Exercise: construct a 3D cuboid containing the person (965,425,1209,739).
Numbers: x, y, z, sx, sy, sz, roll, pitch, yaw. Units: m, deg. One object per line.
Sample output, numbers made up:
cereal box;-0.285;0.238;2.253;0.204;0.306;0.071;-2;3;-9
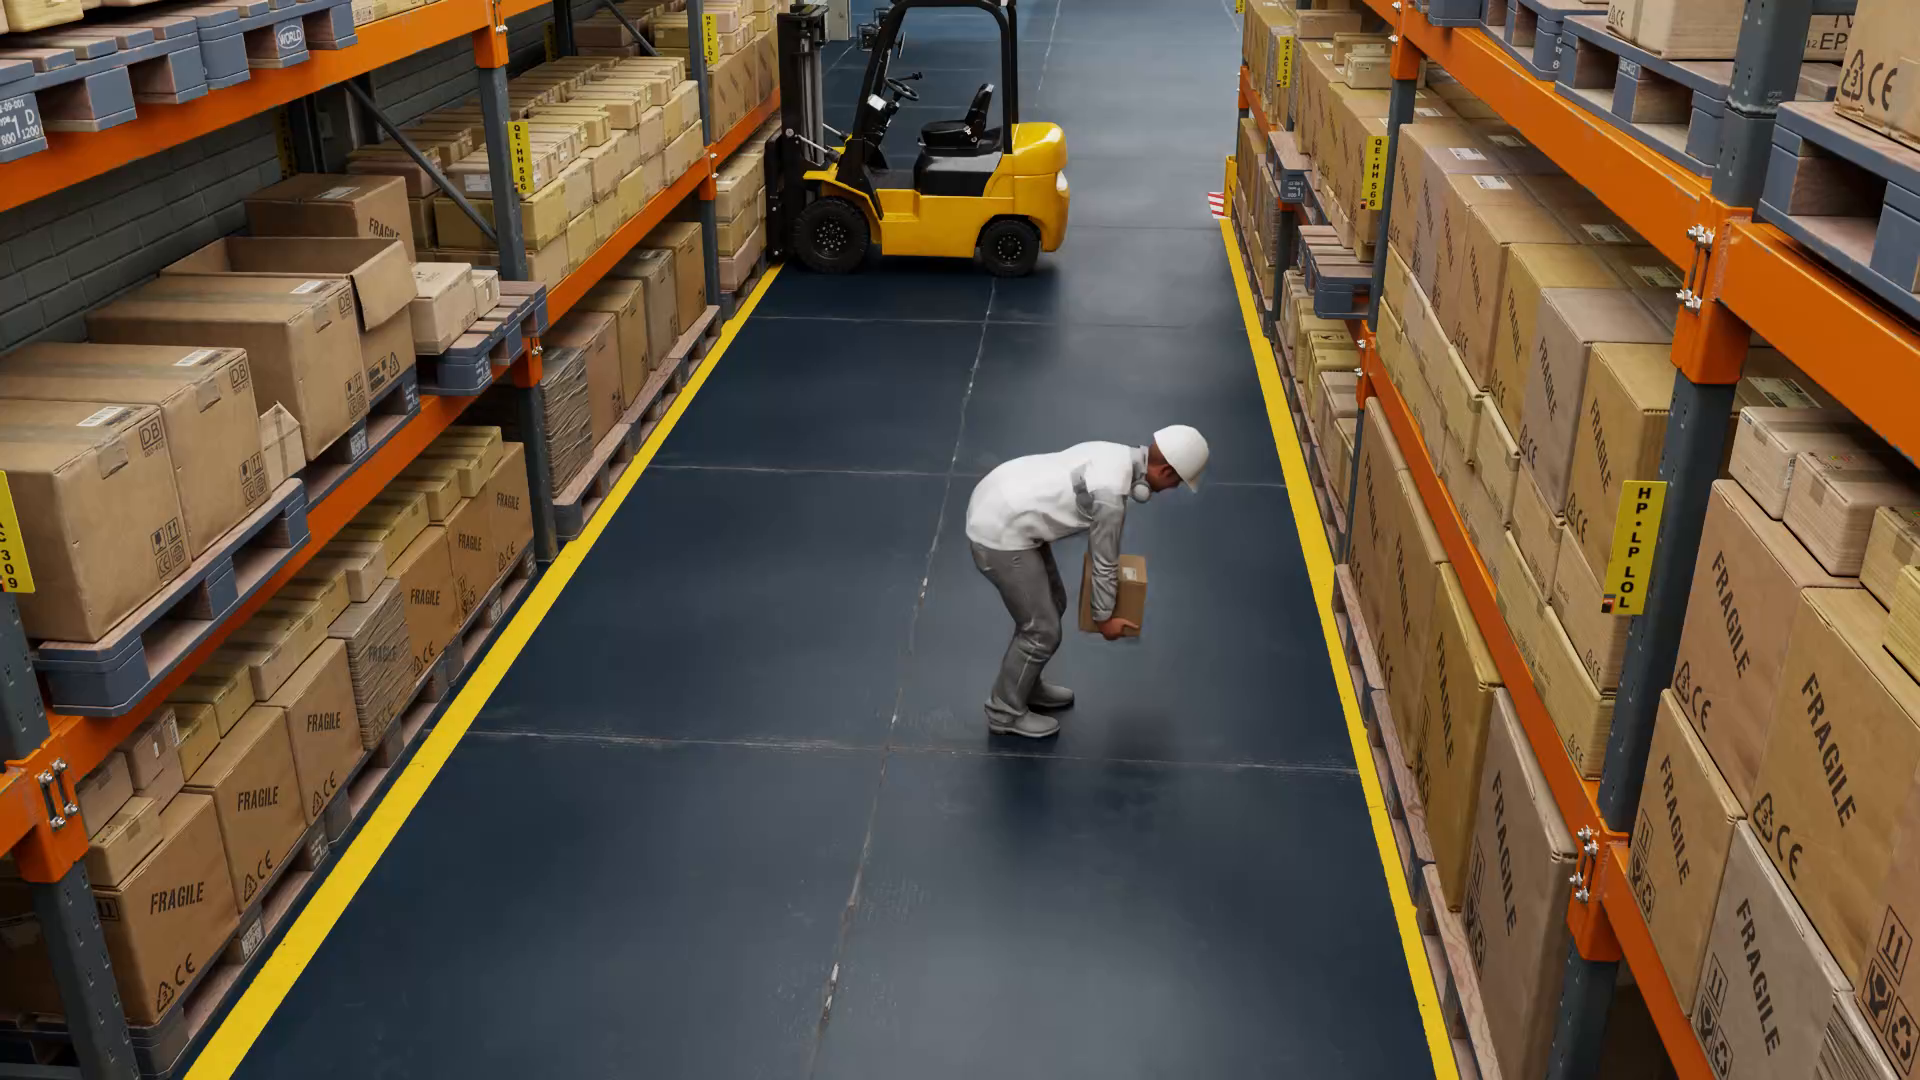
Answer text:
person;0.502;0.147;6.799;0.959;1.321;0.462;1;24;3
